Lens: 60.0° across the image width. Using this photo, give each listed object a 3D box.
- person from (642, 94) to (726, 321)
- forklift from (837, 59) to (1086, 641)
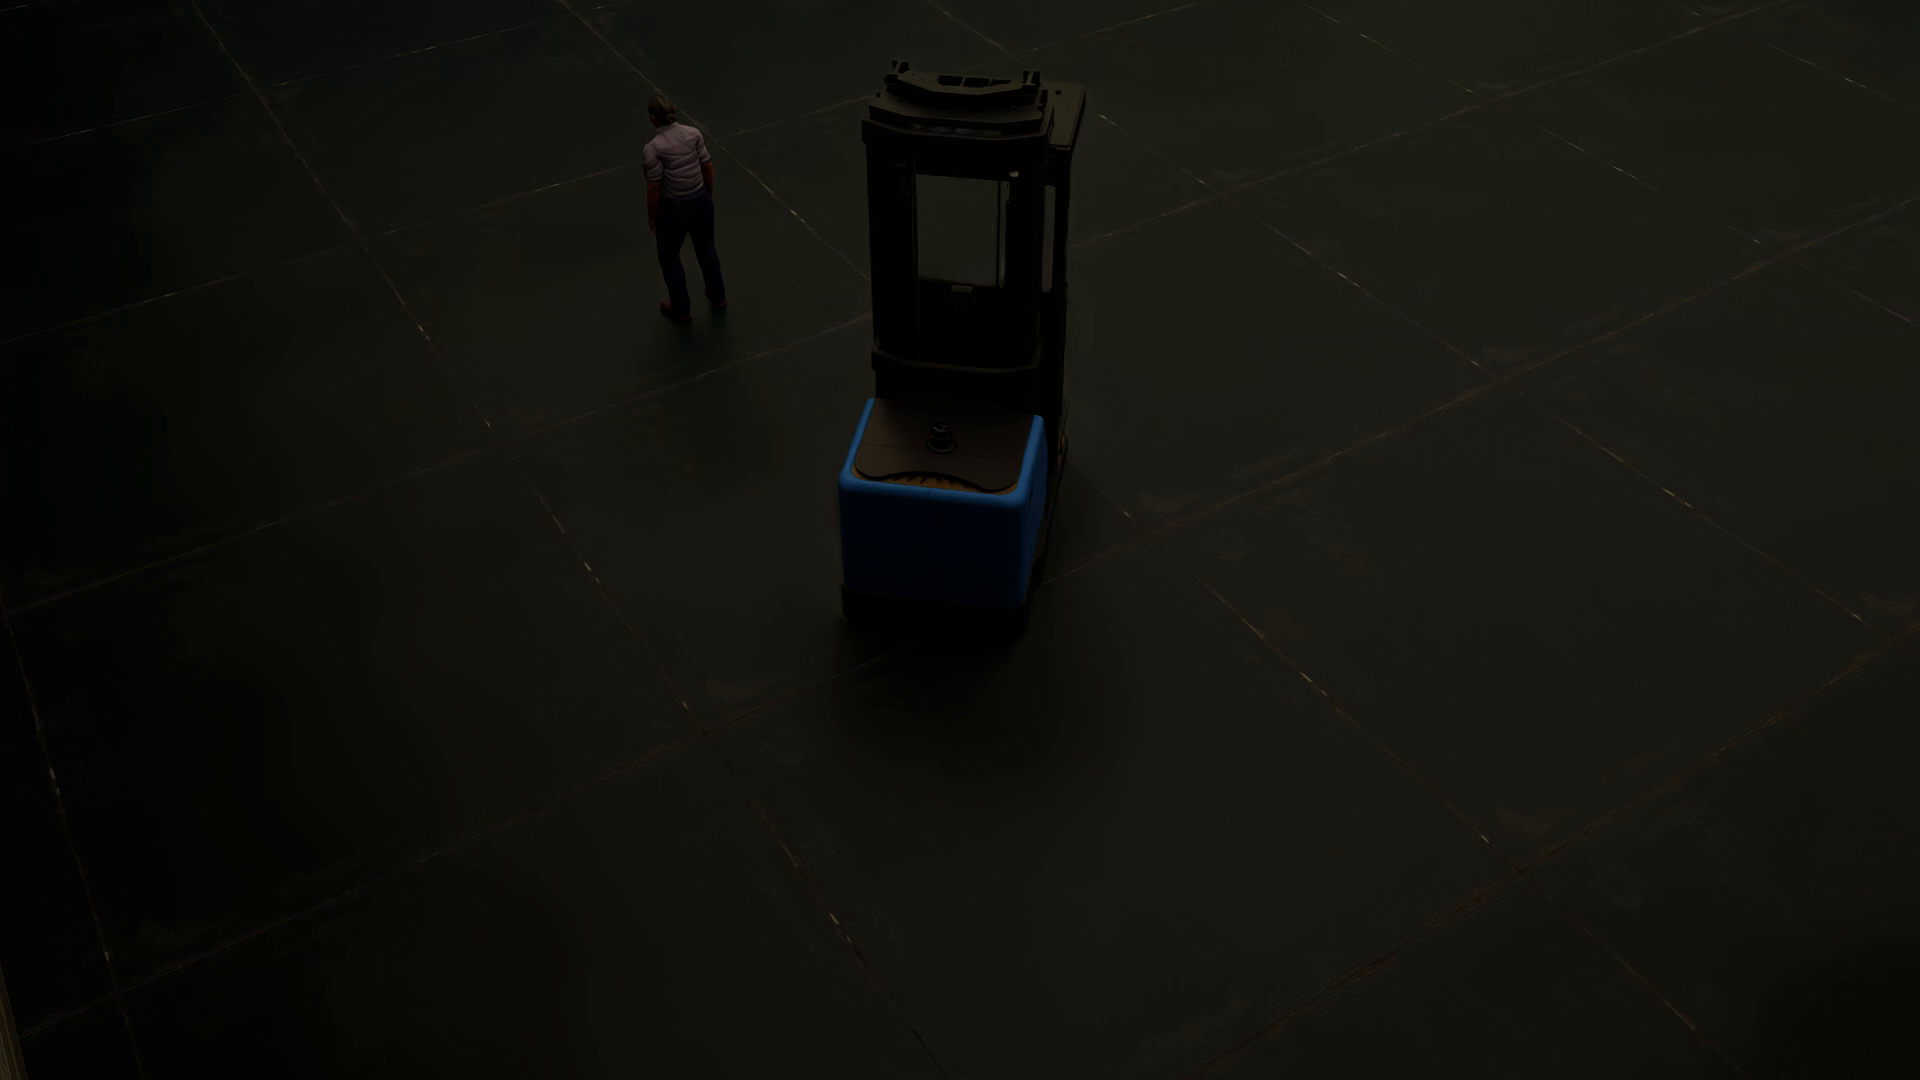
[{"bbox_3d":[-1.913,-2.288,11.465,0.549,1.650,0.373,-27,48,-28],"label":"person"},{"bbox_3d":[0.087,-1.510,9.599,1.130,2.935,3.031,6,42,7],"label":"forklift"}]
